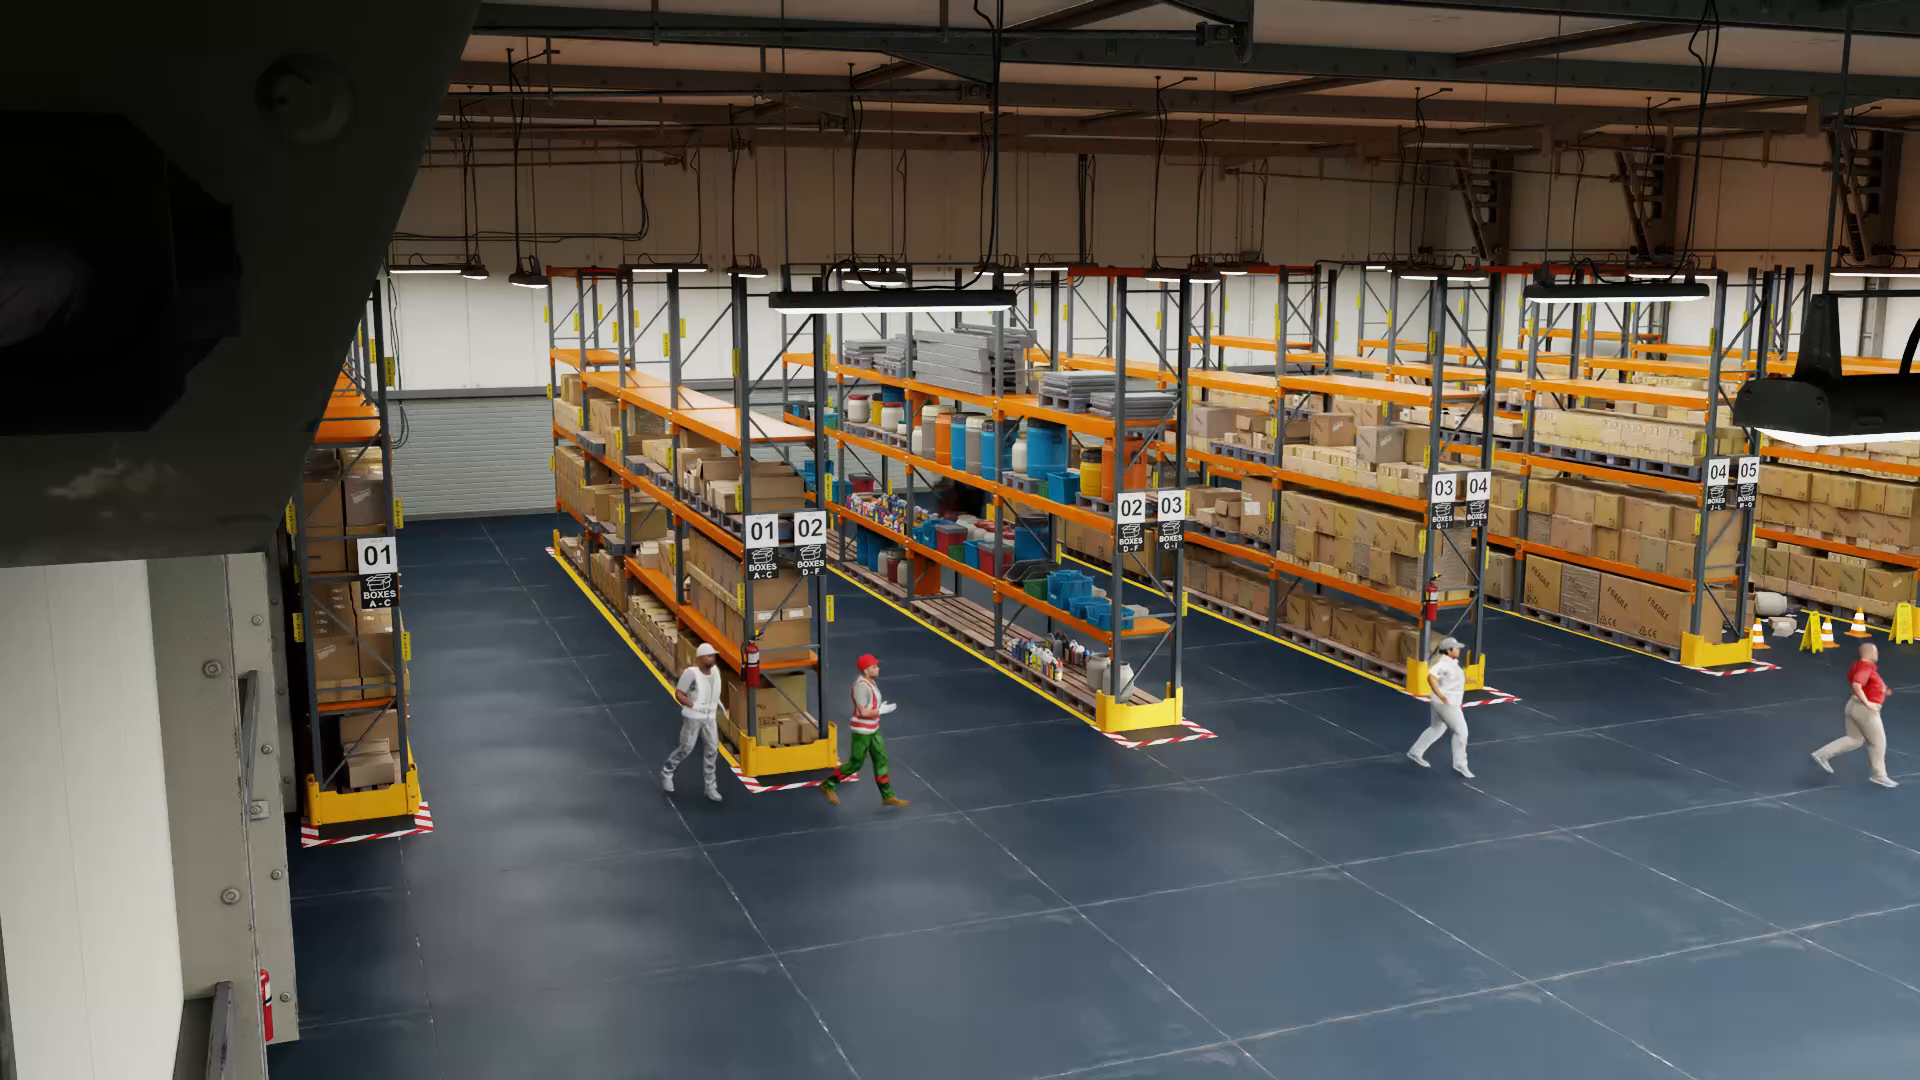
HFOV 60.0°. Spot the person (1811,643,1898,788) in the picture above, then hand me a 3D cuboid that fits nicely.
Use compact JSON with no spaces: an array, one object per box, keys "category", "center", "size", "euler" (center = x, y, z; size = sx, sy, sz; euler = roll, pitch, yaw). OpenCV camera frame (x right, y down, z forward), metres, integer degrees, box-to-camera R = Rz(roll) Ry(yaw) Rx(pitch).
[{"category":"person","center":[10.746,2.080,19.815],"size":[0.942,1.728,0.663],"euler":[1,10,7]}]

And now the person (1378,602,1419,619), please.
[{"category":"person","center":[7.685,0.447,28.752],"size":[0.673,1.754,0.994],"euler":[-7,12,-35]}]

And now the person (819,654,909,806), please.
[{"category":"person","center":[-1.092,2.156,18.895],"size":[1.024,1.763,0.690],"euler":[2,10,10]}]

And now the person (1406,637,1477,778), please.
[{"category":"person","center":[5.897,2.029,20.251],"size":[0.788,1.721,0.580],"euler":[2,10,11]}]

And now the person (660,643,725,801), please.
[{"category":"person","center":[-3.014,2.088,19.487],"size":[0.909,1.779,0.752],"euler":[8,13,39]}]
